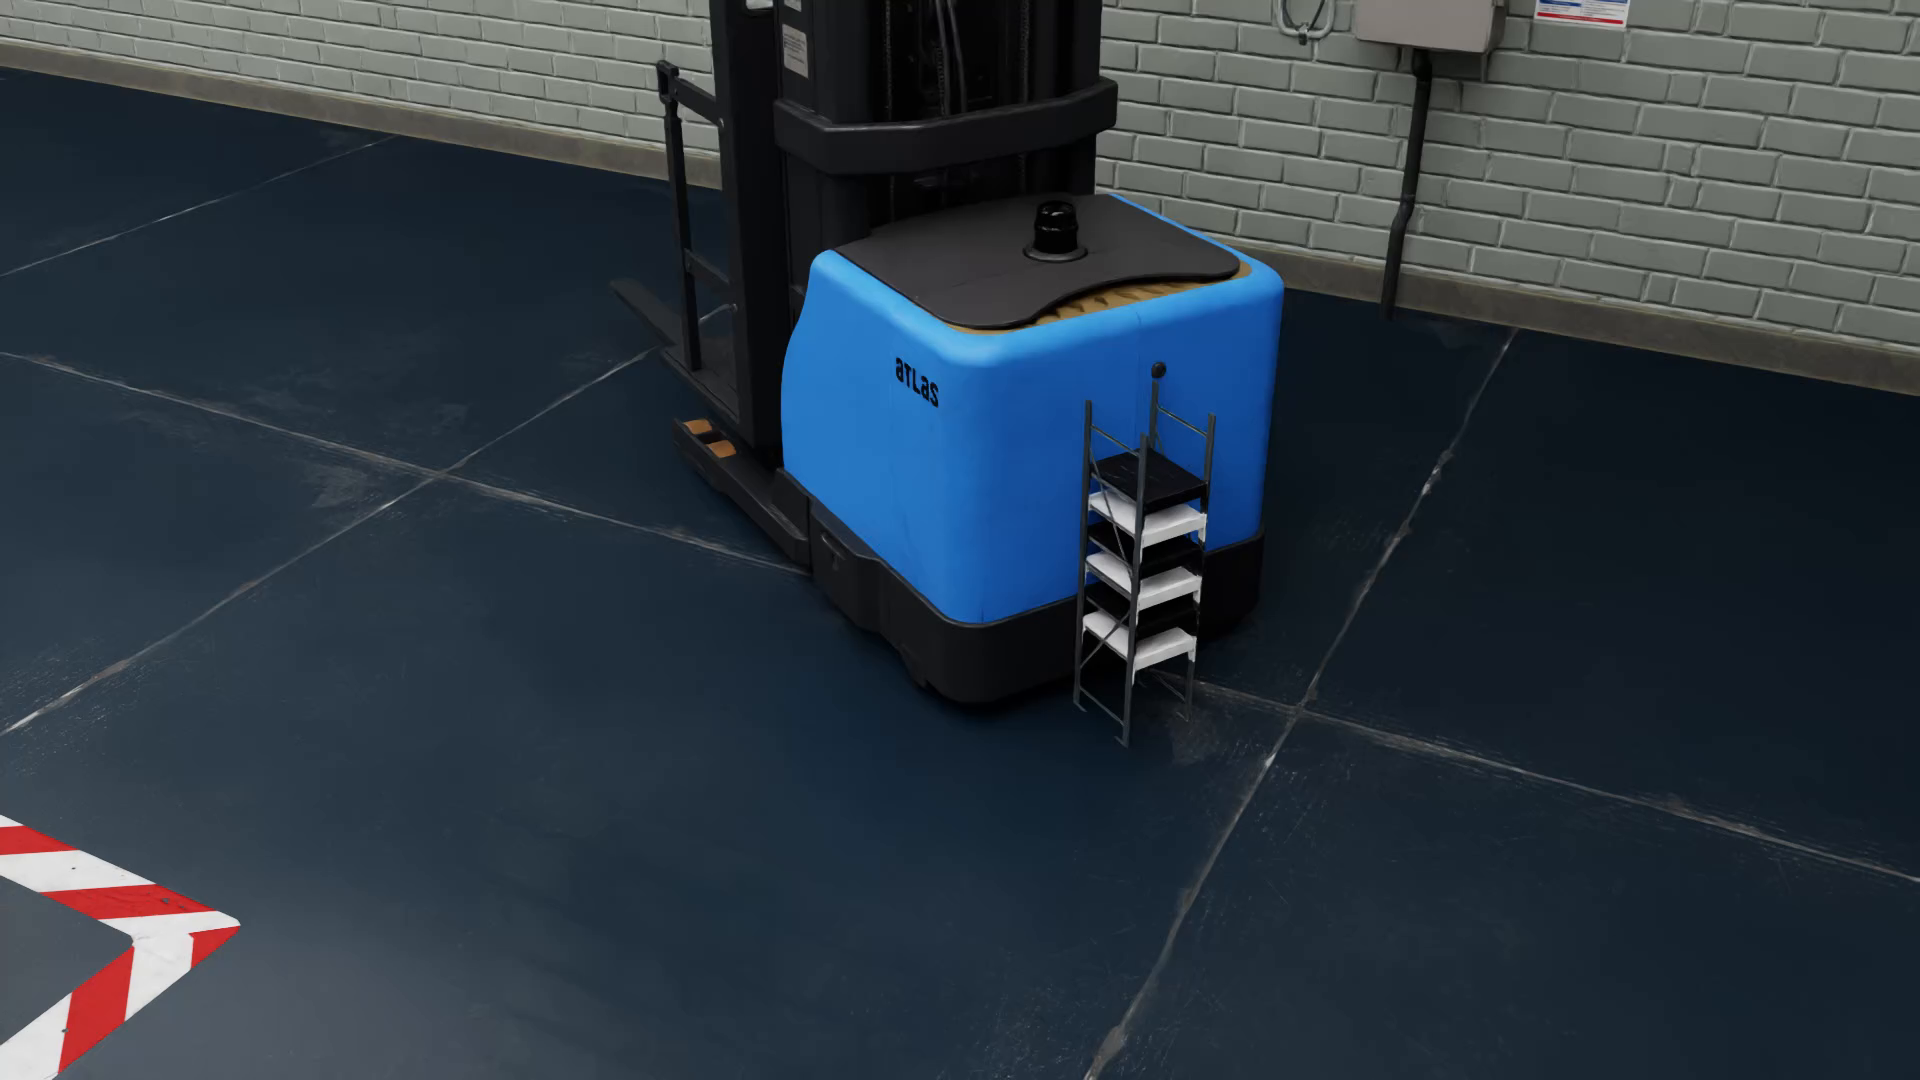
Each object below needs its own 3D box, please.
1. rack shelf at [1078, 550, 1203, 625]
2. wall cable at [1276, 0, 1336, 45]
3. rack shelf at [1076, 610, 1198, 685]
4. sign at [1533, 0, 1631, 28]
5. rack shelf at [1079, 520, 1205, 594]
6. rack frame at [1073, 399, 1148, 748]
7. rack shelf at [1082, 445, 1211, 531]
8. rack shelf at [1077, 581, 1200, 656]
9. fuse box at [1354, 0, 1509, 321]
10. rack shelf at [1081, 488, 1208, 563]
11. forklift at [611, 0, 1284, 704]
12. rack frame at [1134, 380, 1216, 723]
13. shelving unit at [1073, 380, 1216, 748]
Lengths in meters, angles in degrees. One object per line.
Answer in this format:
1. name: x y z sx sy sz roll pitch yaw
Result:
1. rack shelf: 0.457 0.100 4.239 0.200 0.077 0.258 -17 34 -27
2. wall cable: 1.225 -2.857 6.192 0.588 1.984 0.122 14 33 23
3. rack shelf: 0.457 0.256 4.328 0.200 0.077 0.258 -17 34 -27
4. sign: 2.294 -2.130 6.043 0.329 0.494 0.001 14 33 23
5. rack shelf: 0.457 0.022 4.194 0.200 0.077 0.258 -17 34 -27
6. rack frame: 0.371 0.098 4.175 0.006 0.900 0.240 -17 34 -27
7. rack shelf: 0.457 -0.134 4.104 0.200 0.077 0.258 -17 34 -27
8. rack shelf: 0.457 0.178 4.284 0.200 0.077 0.258 -17 34 -27
9. fuse box: 1.760 -1.633 6.375 0.539 1.711 0.414 14 33 23
10. rack shelf: 0.457 -0.056 4.149 0.200 0.077 0.258 -17 34 -27
11. forklift: -0.322 -1.541 4.990 1.130 2.935 3.031 -17 34 -26
12. rack frame: 0.544 0.044 4.269 0.006 0.900 0.240 -17 34 -27
13. shelving unit: 0.457 0.071 4.222 0.210 0.900 0.258 -17 34 -27
